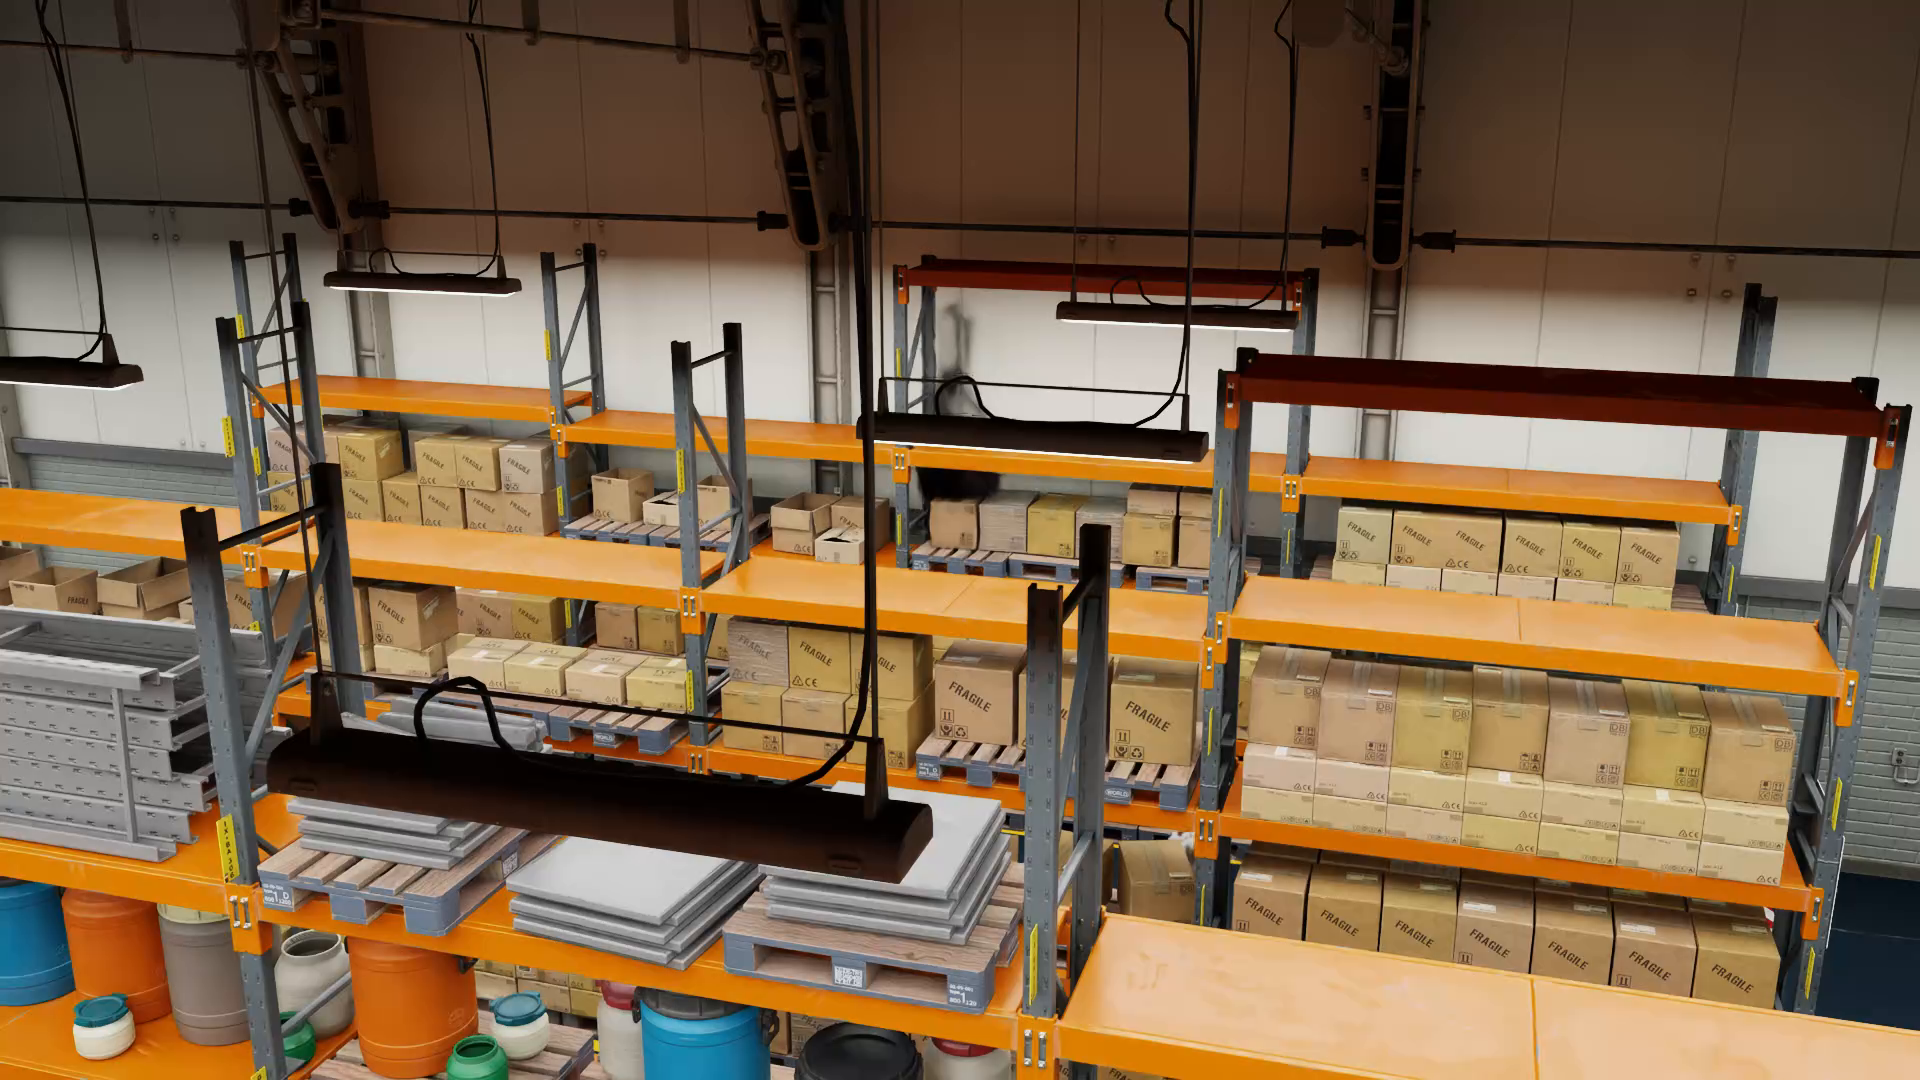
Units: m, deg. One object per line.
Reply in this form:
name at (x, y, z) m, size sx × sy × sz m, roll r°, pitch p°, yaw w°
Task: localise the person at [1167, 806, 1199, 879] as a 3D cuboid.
person at (1.992, 3.075, 14.787) m, size 0.963 × 1.754 × 0.702 m, roll 3°, pitch 16°, yaw 9°
